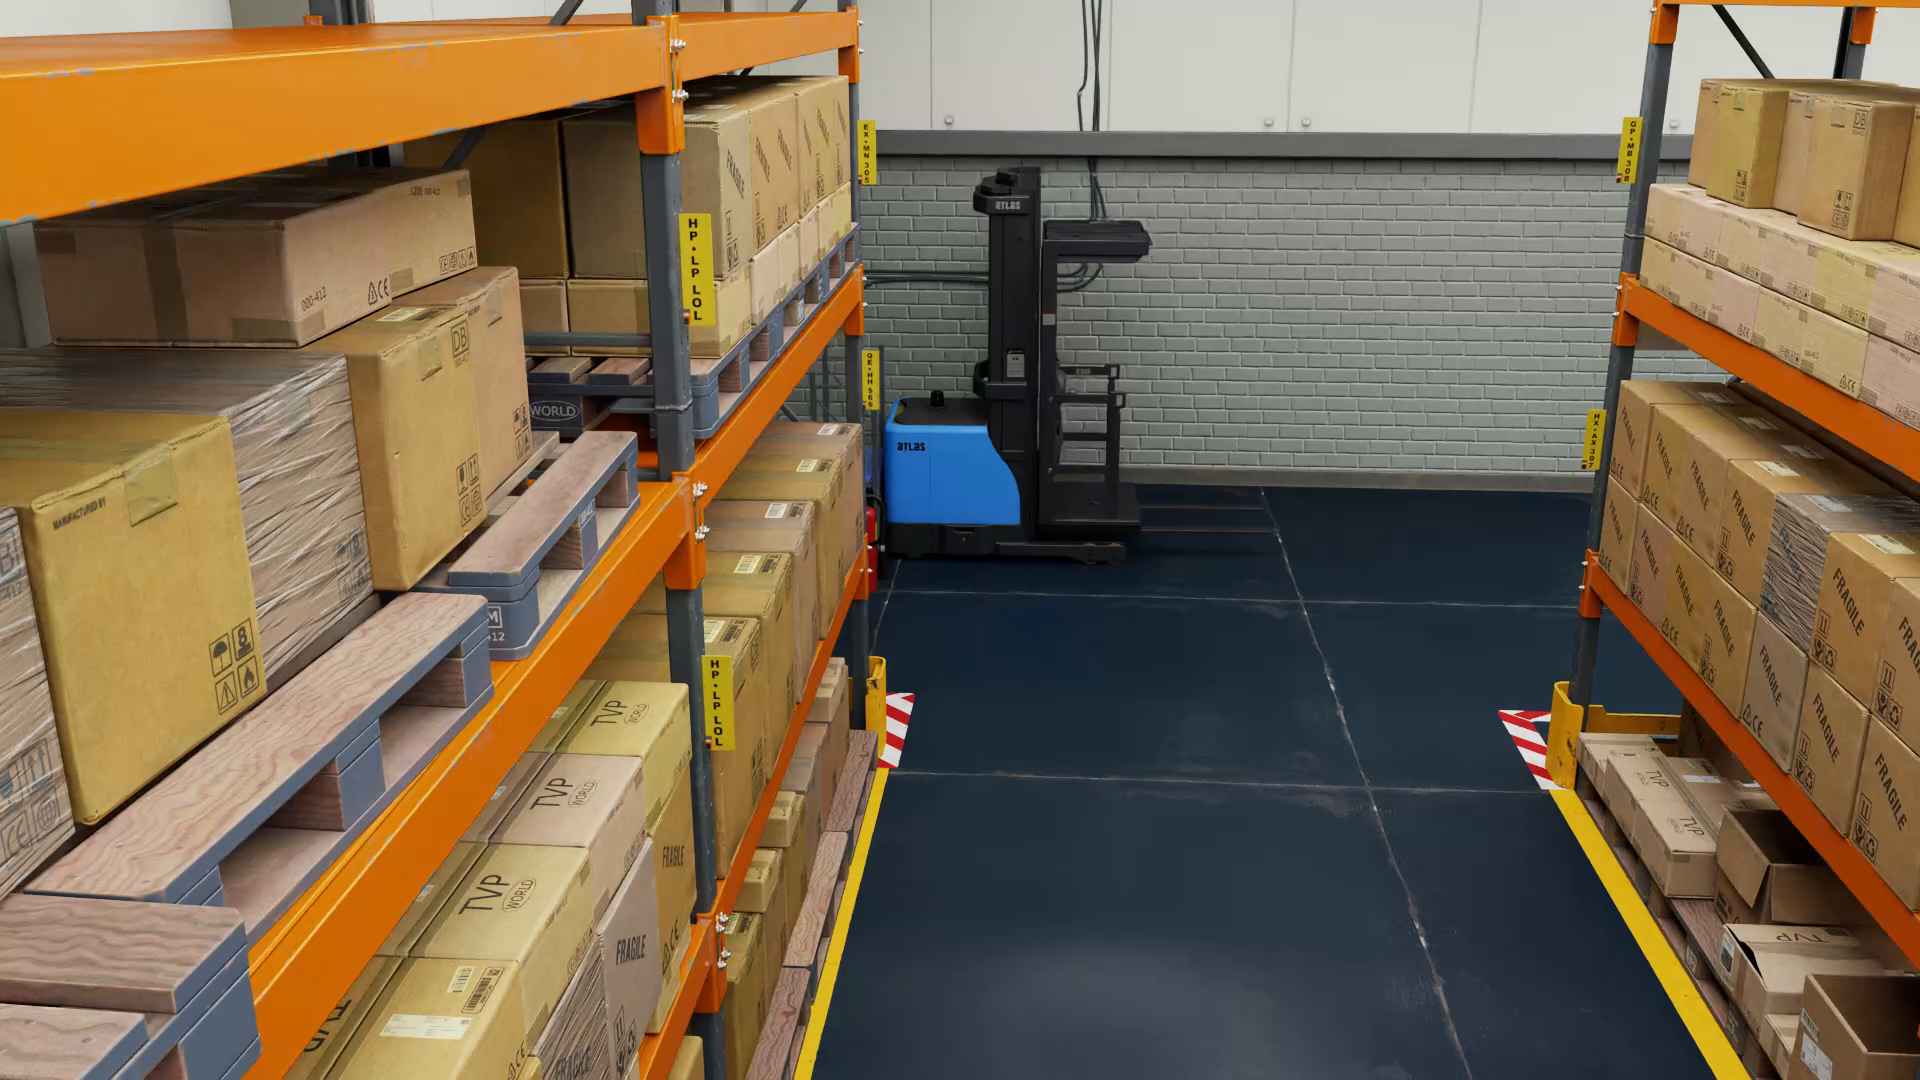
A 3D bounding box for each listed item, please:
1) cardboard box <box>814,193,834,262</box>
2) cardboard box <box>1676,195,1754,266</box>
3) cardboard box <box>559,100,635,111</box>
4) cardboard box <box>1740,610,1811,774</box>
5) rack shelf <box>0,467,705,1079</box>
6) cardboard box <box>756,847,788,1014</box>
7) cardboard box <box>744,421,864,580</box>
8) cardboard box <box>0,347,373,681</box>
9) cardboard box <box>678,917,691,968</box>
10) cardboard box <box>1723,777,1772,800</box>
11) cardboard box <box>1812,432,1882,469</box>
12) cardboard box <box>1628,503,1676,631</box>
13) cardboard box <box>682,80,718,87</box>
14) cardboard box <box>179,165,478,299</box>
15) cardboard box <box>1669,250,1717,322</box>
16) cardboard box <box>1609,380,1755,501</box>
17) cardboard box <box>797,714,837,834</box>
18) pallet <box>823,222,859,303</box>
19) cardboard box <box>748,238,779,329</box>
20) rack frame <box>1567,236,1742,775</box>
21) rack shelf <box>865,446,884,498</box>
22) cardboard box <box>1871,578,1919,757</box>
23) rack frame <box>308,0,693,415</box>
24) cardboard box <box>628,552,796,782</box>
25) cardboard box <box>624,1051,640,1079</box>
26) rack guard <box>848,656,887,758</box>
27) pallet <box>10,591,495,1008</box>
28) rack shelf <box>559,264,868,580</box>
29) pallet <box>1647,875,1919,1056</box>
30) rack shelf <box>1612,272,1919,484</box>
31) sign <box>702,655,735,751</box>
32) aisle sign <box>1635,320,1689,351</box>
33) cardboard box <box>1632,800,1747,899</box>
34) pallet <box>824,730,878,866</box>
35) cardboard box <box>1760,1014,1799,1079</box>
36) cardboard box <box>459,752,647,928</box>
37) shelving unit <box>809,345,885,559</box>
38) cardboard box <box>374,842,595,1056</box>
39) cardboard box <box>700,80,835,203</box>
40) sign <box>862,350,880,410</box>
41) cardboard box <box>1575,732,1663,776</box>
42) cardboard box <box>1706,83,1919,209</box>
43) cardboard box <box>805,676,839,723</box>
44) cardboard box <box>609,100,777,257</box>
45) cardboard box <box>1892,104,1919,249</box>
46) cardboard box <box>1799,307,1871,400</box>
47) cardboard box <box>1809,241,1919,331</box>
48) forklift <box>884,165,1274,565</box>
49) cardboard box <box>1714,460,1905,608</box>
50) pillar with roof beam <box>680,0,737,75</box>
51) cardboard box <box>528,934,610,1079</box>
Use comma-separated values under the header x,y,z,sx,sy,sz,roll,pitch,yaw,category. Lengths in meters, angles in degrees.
x,y,z,sx,sy,sz,roll,pitch,yaw,category
-0.850,-1.425,7.544,0.500,0.250,0.500,1,18,2,cardboard box
3.575,-1.393,7.476,0.500,0.250,0.500,1,18,4,cardboard box
-1.459,-1.317,6.009,0.500,0.500,0.500,1,18,2,cardboard box
3.478,0.604,6.601,0.500,0.500,0.500,2,18,5,cardboard box
-1.456,0.561,3.232,1.077,0.370,4.000,1,18,4,rack shelf
-1.118,1.626,6.985,0.700,0.500,0.500,1,18,3,cardboard box
-1.053,-0.203,8.744,0.980,0.700,0.700,2,18,6,cardboard box
-1.561,-0.059,3.103,0.700,0.500,0.500,1,18,4,cardboard box
-1.055,1.244,5.179,0.380,0.149,0.250,1,18,4,cardboard box
4.003,1.326,8.403,0.380,0.166,0.250,1,18,4,cardboard box
4.089,-0.170,7.358,0.500,0.500,0.500,2,18,5,cardboard box
3.588,0.135,8.033,0.500,0.500,0.500,1,18,3,cardboard box
-1.365,-1.791,7.457,0.500,0.500,0.500,1,18,3,cardboard box
-1.507,-0.745,3.990,0.500,0.250,0.500,3,18,8,cardboard box
3.576,-1.155,7.554,0.500,0.250,0.500,1,18,4,cardboard box
3.620,-0.500,8.367,0.500,0.500,0.500,2,18,6,cardboard box
-1.013,1.144,8.454,0.700,0.500,0.500,1,18,4,cardboard box
-1.069,-1.372,8.117,1.003,0.211,1.213,1,18,4,pallet
-0.950,-0.945,6.077,0.500,0.250,0.500,1,18,3,cardboard box
3.915,-0.110,8.941,1.000,3.000,0.127,1,18,4,rack frame
-0.869,-0.530,13.210,0.538,0.185,1.000,0,18,1,rack shelf
3.406,0.447,5.475,0.500,0.500,0.500,1,18,4,cardboard box
-1.313,-1.828,4.549,1.000,3.000,0.127,1,18,4,rack frame
-1.200,0.486,6.641,0.980,0.700,0.700,1,18,3,cardboard box
-1.073,1.486,4.442,0.380,0.149,0.250,1,18,4,cardboard box
-1.025,0.961,9.687,1.175,0.500,0.348,1,18,4,rack guard
-1.529,0.381,2.928,1.003,0.211,1.213,2,18,6,pallet
-1.170,-0.682,7.024,1.077,0.370,4.000,1,18,4,rack shelf
3.763,1.865,7.394,1.003,0.211,1.213,1,18,4,pallet
3.771,-0.572,6.690,1.077,0.370,4.000,1,18,4,rack shelf
-0.771,0.520,5.287,0.100,0.325,0.005,1,18,4,sign
3.627,-1.373,8.620,0.394,0.787,0.004,1,18,4,aisle sign
3.521,1.461,7.856,0.500,0.250,0.500,1,18,4,cardboard box
-1.006,1.356,8.946,1.003,0.211,1.213,1,18,4,pallet
3.353,1.977,6.444,0.380,0.149,0.250,1,18,4,cardboard box
-1.138,0.778,4.357,0.500,0.250,0.500,2,18,5,cardboard box
-0.869,-0.701,13.154,0.538,1.500,1.048,0,18,1,shelving unit
-1.174,0.936,3.874,0.500,0.250,0.500,2,18,5,cardboard box
-0.853,-1.788,7.447,0.500,0.500,0.500,2,18,6,cardboard box
-0.486,-0.865,9.007,0.100,0.325,0.005,1,18,4,sign
3.542,1.158,8.943,0.380,0.149,0.250,1,18,4,cardboard box
3.774,-1.744,7.346,0.700,0.500,0.500,1,18,4,cardboard box
-0.822,0.804,8.451,0.380,0.149,0.250,2,18,5,cardboard box
-0.952,-1.309,5.986,0.500,0.500,0.500,1,18,3,cardboard box
3.832,-1.275,5.913,0.700,0.500,0.500,1,18,4,cardboard box
3.471,-0.689,6.132,0.500,0.250,0.500,1,18,4,cardboard box
3.470,-0.927,6.055,0.500,0.250,0.500,1,18,4,cardboard box
0.937,-1.369,12.895,3.031,2.935,1.130,1,18,3,forklift
3.514,-0.025,6.915,0.500,0.500,0.500,1,18,3,cardboard box
2.598,-3.832,10.665,9.100,9.000,0.400,1,18,4,pillar with roof beam
-1.166,1.288,4.004,0.500,0.500,0.500,1,18,4,cardboard box
